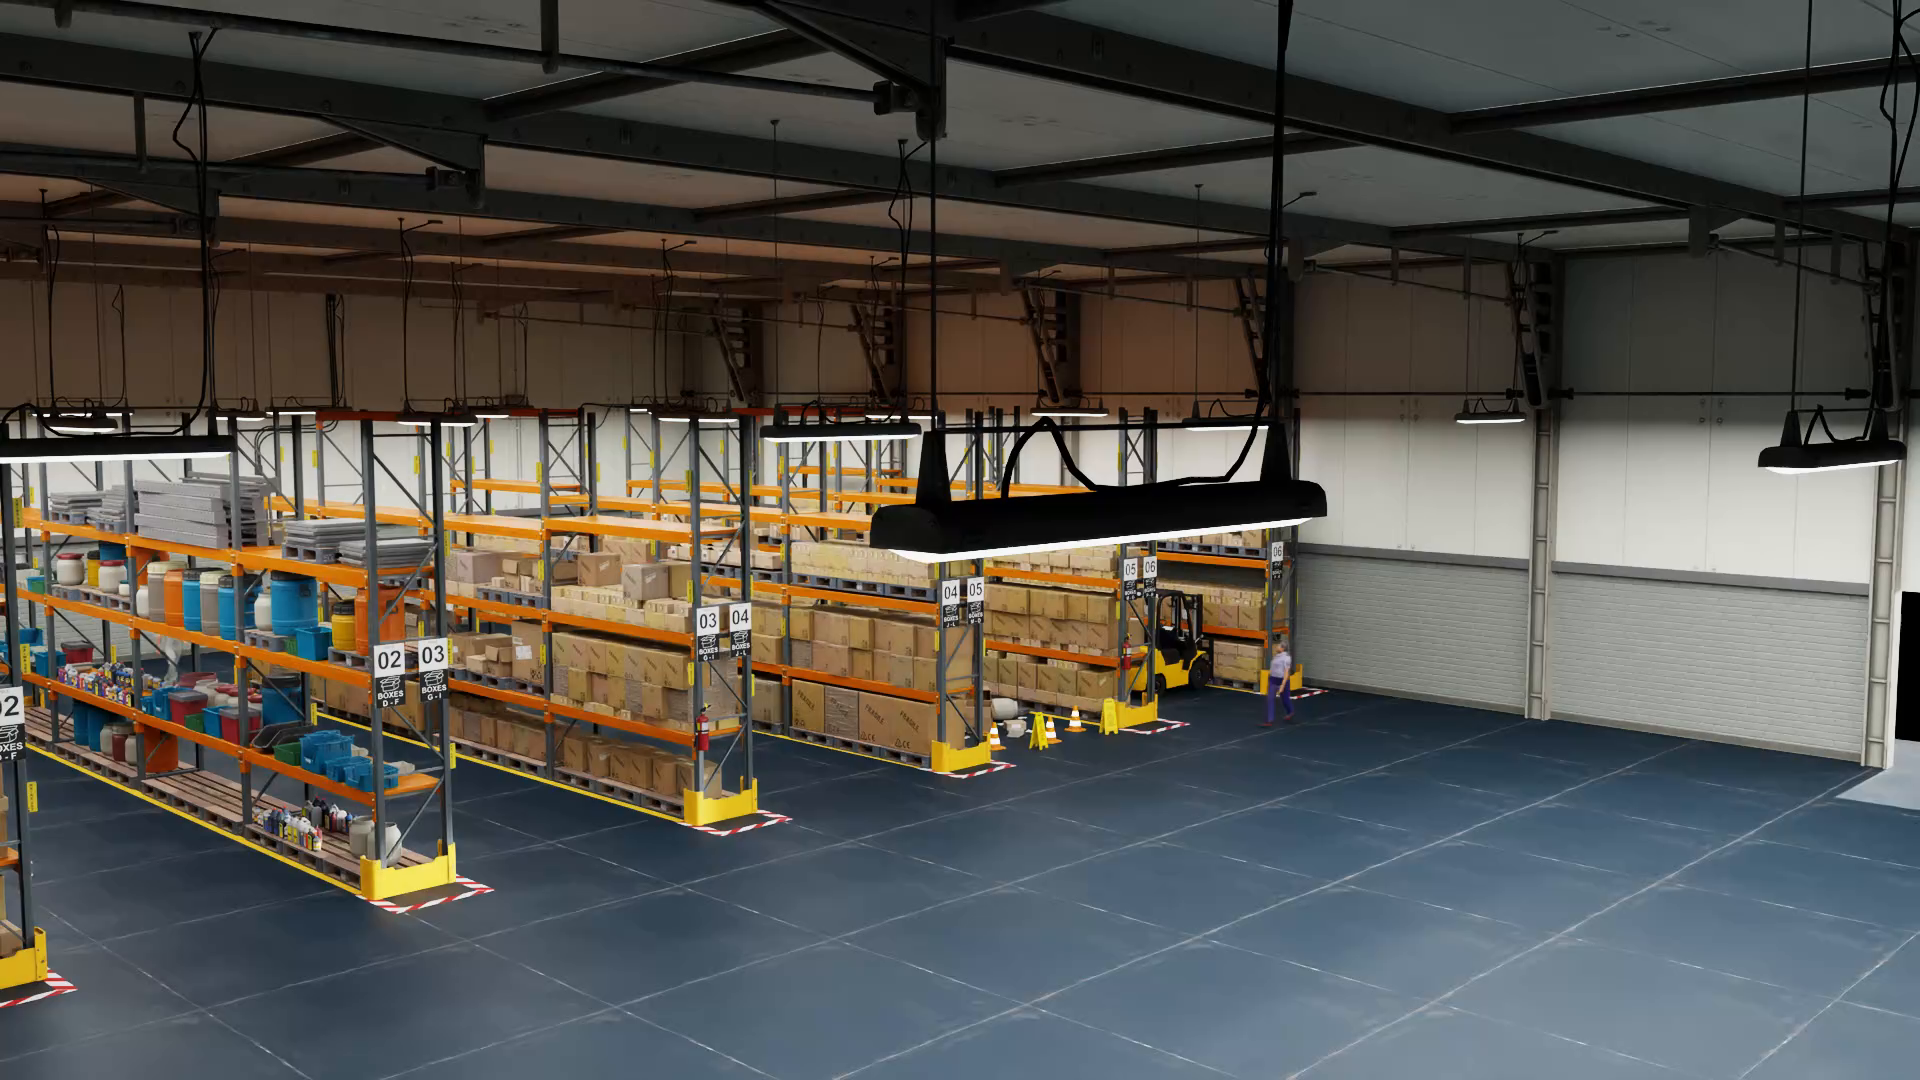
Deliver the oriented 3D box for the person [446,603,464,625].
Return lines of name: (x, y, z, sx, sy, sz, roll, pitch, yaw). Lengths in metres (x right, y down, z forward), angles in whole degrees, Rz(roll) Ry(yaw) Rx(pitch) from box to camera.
person: (-12.324, 1.914, 40.237, 0.595, 1.785, 0.586, -2, 5, -21)

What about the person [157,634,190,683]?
person: (-16.895, 2.383, 35.661, 0.873, 1.690, 0.561, 5, 7, 42)

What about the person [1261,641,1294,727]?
person: (6.083, 2.723, 31.676, 0.462, 1.607, 0.904, 3, 6, 27)
